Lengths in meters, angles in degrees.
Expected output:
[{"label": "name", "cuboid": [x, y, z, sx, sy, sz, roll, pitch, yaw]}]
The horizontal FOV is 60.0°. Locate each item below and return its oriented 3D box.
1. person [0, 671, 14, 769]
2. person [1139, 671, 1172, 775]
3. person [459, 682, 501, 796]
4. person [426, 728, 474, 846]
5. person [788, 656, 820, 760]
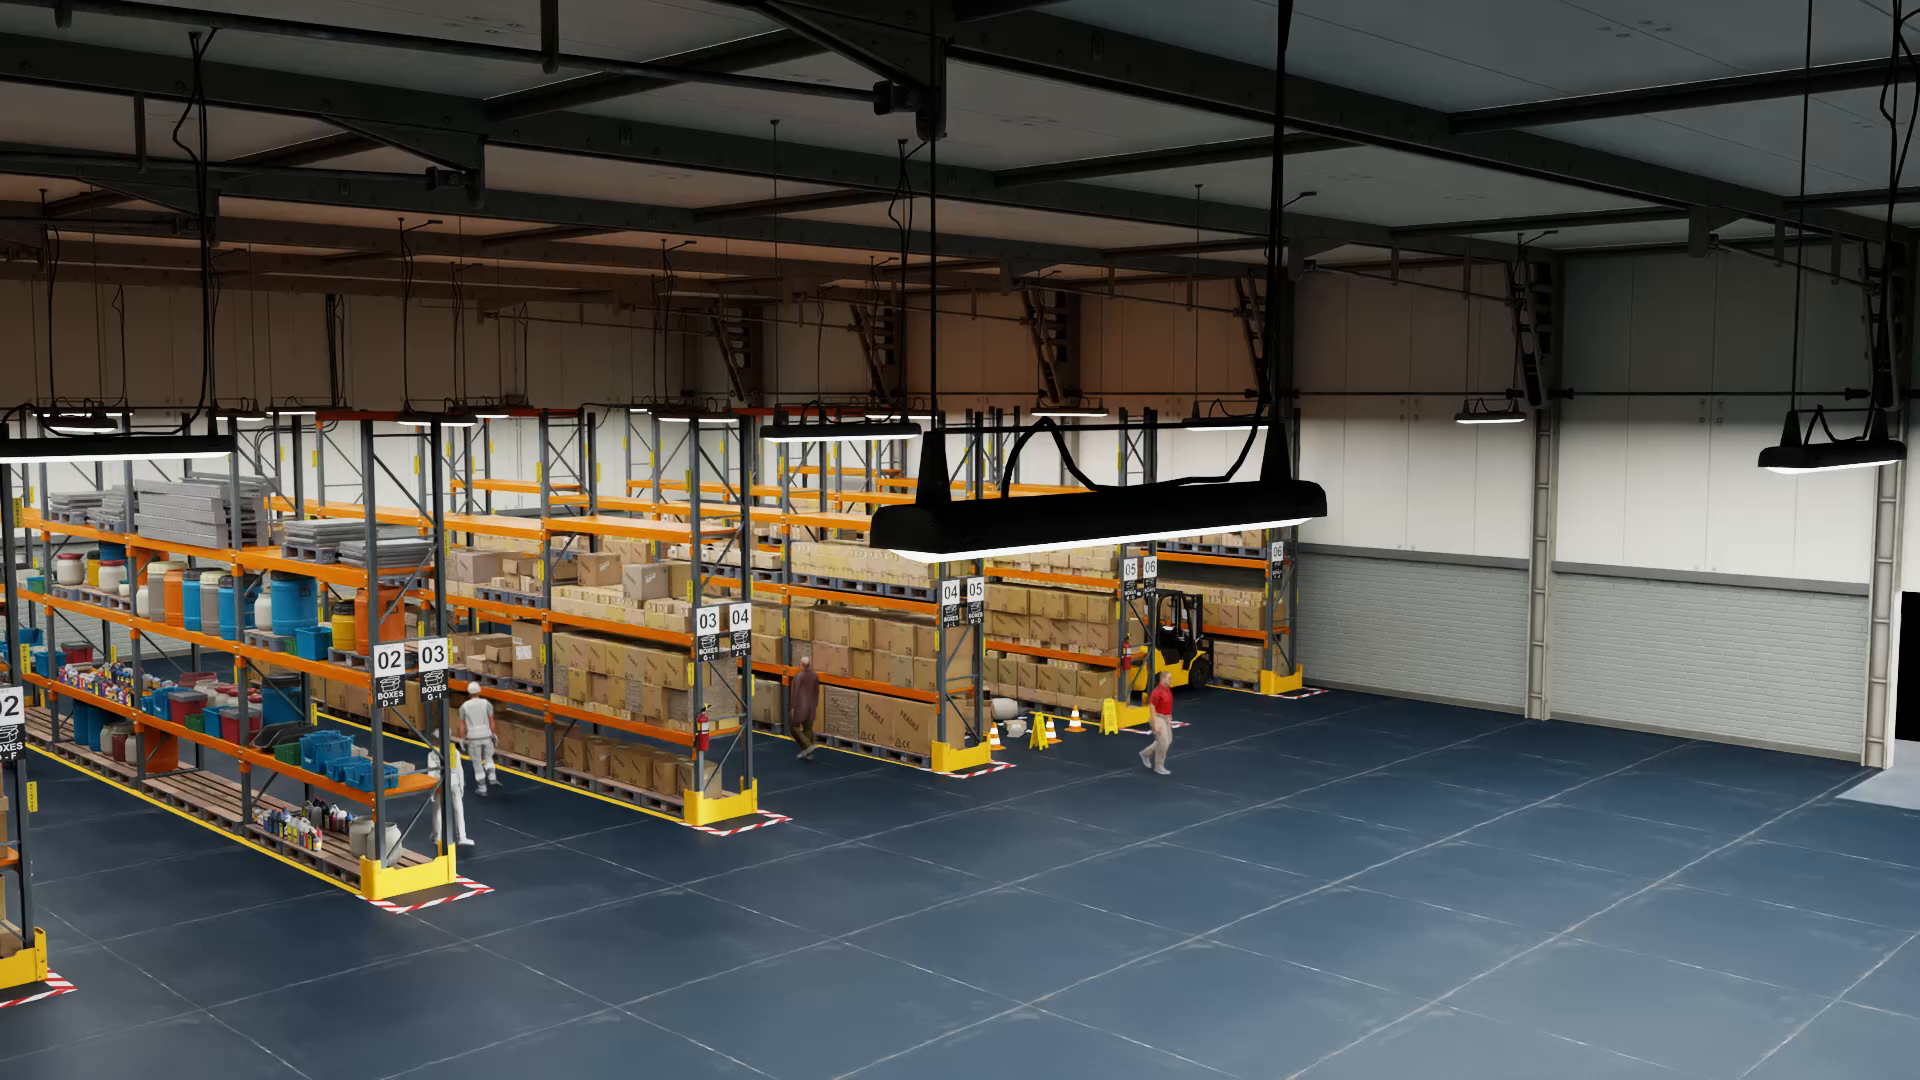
[{"label": "person", "cuboid": [-16.037, 3.029, 27.969, 0.413, 1.648, 0.539, 4, 6, 39]}, {"label": "person", "cuboid": [3.282, 3.029, 27.797, 0.632, 1.713, 0.634, 3, 6, 27]}, {"label": "person", "cuboid": [-7.546, 3.124, 26.140, 0.577, 1.781, 0.526, -4, 6, -36]}, {"label": "person", "cuboid": [-7.124, 3.447, 23.145, 0.560, 1.657, 0.911, -2, 6, -25]}, {"label": "person", "cuboid": [-2.658, 2.897, 28.651, 0.533, 1.776, 0.613, 5, 7, 45]}]
